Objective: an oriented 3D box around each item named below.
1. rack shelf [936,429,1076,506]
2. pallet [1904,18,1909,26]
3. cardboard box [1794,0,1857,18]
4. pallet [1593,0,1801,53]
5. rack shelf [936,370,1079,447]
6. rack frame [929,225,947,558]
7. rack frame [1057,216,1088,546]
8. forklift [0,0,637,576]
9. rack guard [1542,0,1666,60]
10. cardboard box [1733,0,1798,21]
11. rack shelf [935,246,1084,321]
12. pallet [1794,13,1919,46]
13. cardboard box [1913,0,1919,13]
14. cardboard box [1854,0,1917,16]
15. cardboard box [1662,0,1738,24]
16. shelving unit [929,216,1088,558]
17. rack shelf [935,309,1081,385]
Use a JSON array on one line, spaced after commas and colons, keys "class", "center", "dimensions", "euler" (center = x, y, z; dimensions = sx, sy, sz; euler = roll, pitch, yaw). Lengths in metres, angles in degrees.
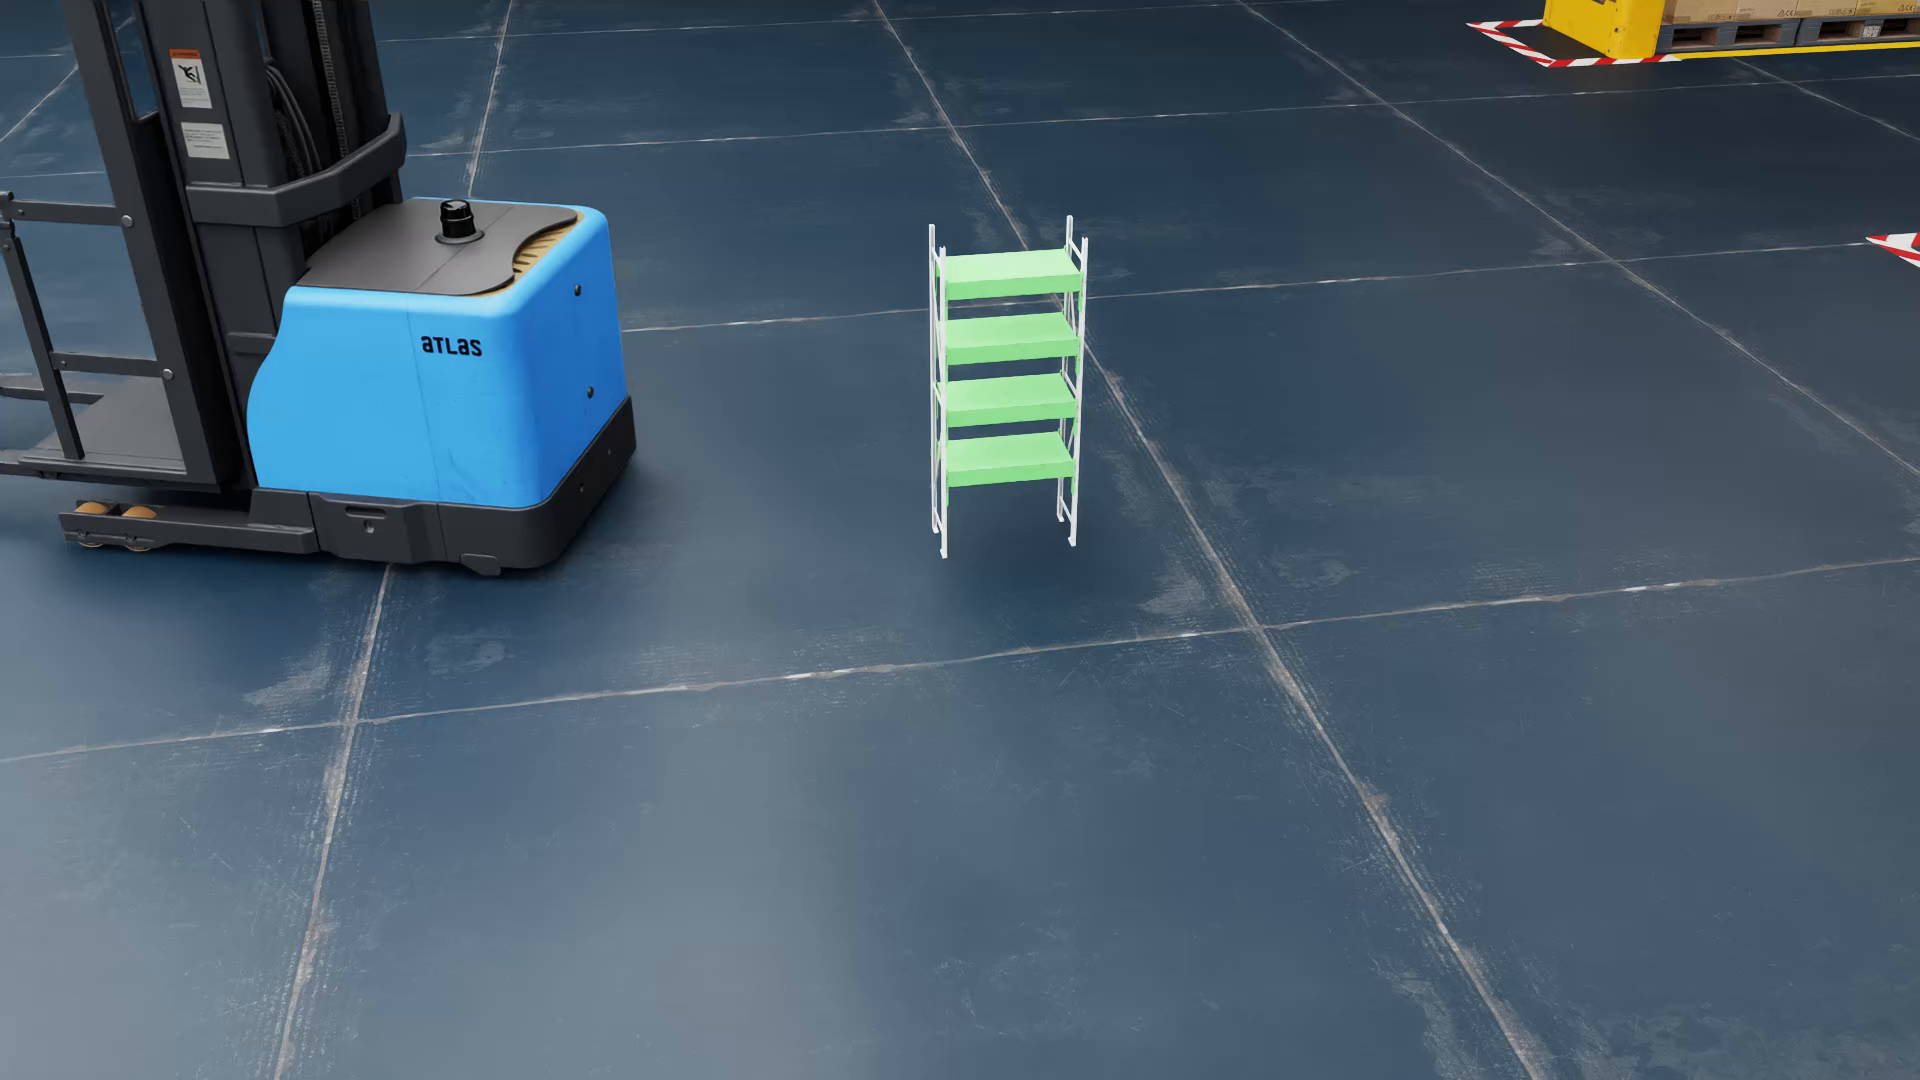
[{"class": "rack shelf", "center": [0.163, -0.270, 6.126], "dimensions": [0.480, 0.148, 0.258], "euler": [-5, 31, -9]}, {"class": "pallet", "center": [8.066, -4.259, 13.285], "dimensions": [1.213, 0.211, 1.003], "euler": [-5, 31, -9]}, {"class": "cardboard box", "center": [6.472, -4.174, 12.688], "dimensions": [0.500, 0.250, 0.500], "euler": [-5, 31, -9]}, {"class": "pallet", "center": [5.666, -4.036, 12.906], "dimensions": [1.213, 0.211, 1.003], "euler": [-5, 31, -9]}, {"class": "rack shelf", "center": [0.163, -0.477, 6.004], "dimensions": [0.480, 0.148, 0.258], "euler": [-5, 31, -9]}, {"class": "rack frame", "center": [-0.077, -0.510, 5.934], "dimensions": [0.015, 1.200, 0.240], "euler": [-5, 31, -9]}, {"class": "rack frame", "center": [0.403, -0.555, 6.009], "dimensions": [0.015, 1.200, 0.240], "euler": [-5, 31, -9]}, {"class": "forklift", "center": [-2.875, -1.477, 5.870], "dimensions": [3.031, 2.935, 1.130], "euler": [5, 31, 8]}, {"class": "rack guard", "center": [4.898, -4.068, 12.675], "dimensions": [0.348, 0.500, 1.175], "euler": [-5, 31, -9]}, {"class": "cardboard box", "center": [5.980, -4.129, 12.611], "dimensions": [0.500, 0.250, 0.500], "euler": [-5, 31, -9]}, {"class": "rack shelf", "center": [0.163, -0.891, 5.761], "dimensions": [0.480, 0.148, 0.258], "euler": [-5, 31, -9]}, {"class": "pallet", "center": [6.864, -4.146, 13.092], "dimensions": [1.213, 0.211, 1.003], "euler": [-5, 31, -9]}, {"class": "cardboard box", "center": [7.456, -4.263, 12.840], "dimensions": [0.500, 0.250, 0.500], "euler": [-5, 31, -9]}, {"class": "cardboard box", "center": [6.965, -4.217, 12.762], "dimensions": [0.500, 0.250, 0.500], "euler": [-5, 31, -9]}, {"class": "cardboard box", "center": [5.489, -4.081, 12.530], "dimensions": [0.500, 0.250, 0.500], "euler": [-5, 31, -9]}, {"class": "shelving unit", "center": [0.163, -0.532, 5.972], "dimensions": [0.503, 1.200, 0.258], "euler": [-5, 31, -9]}, {"class": "rack shelf", "center": [0.163, -0.684, 5.882], "dimensions": [0.480, 0.148, 0.258], "euler": [-5, 31, -9]}]
